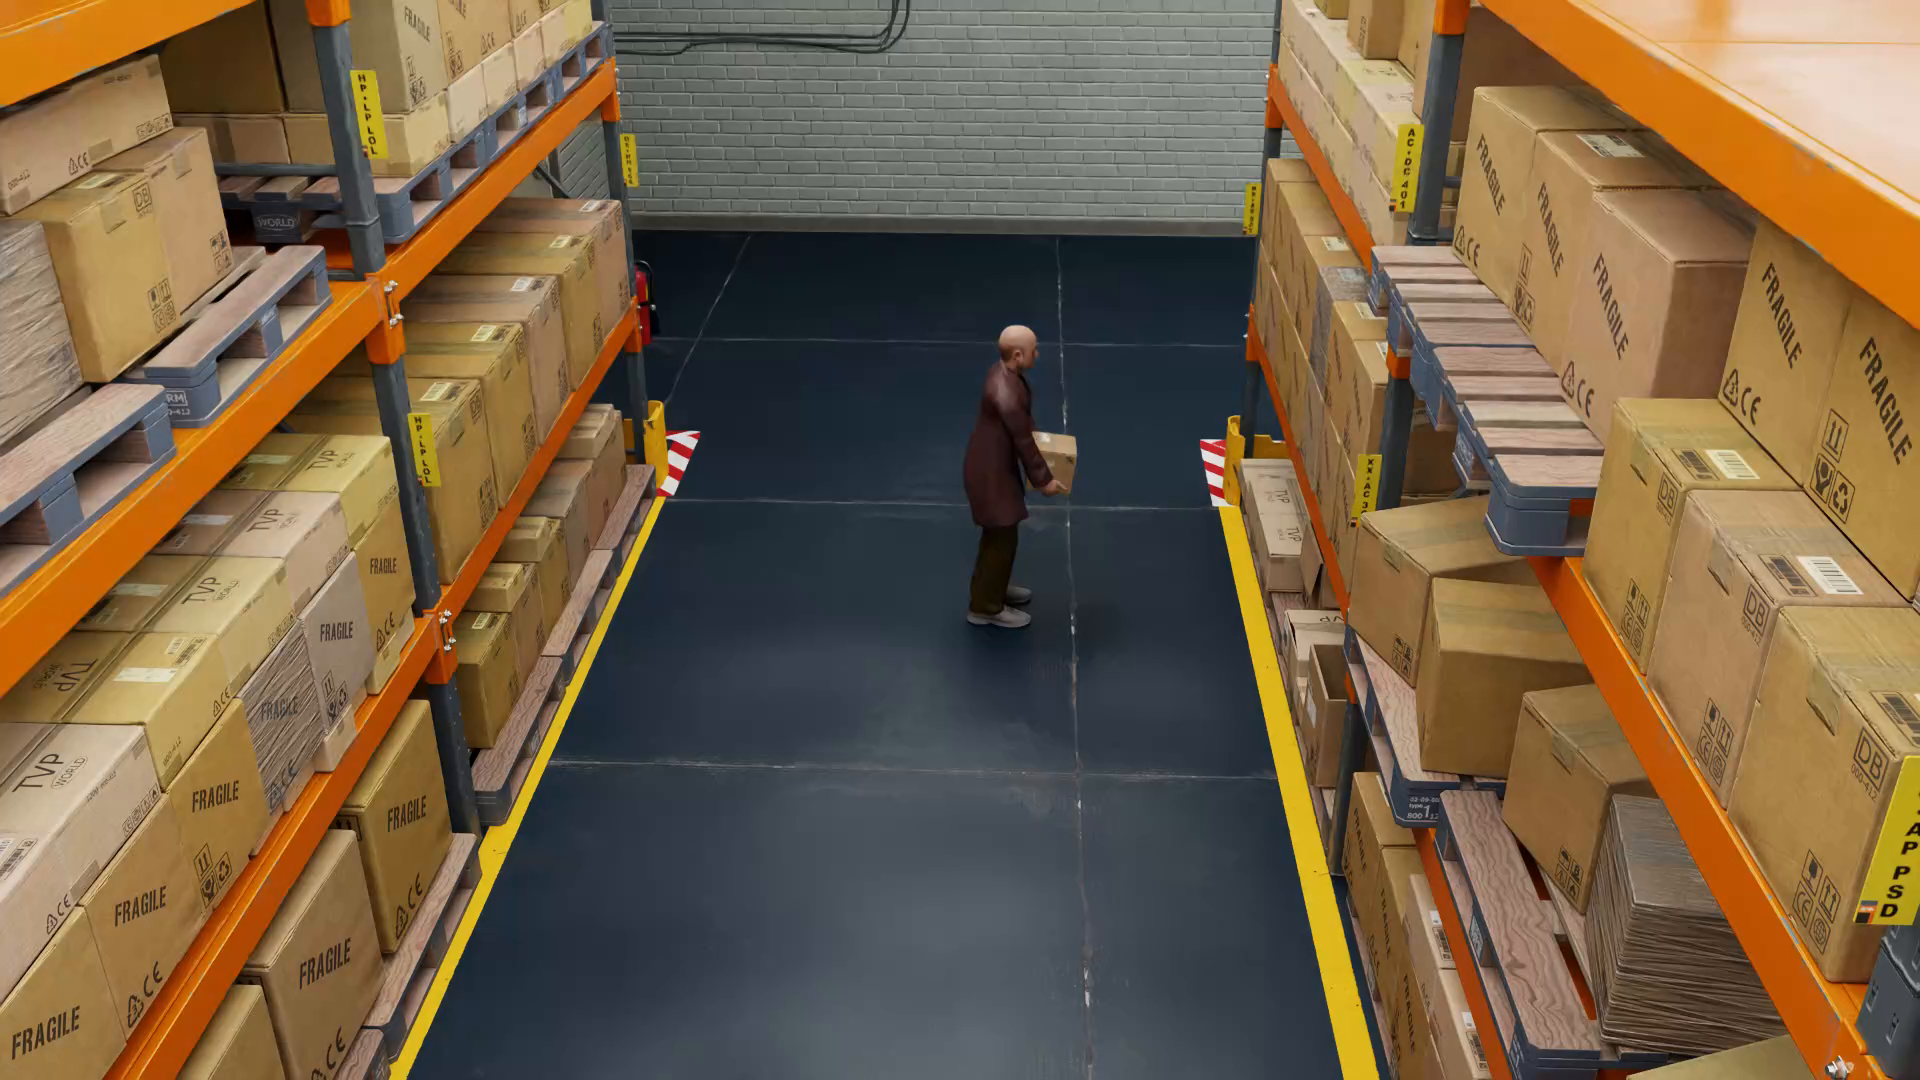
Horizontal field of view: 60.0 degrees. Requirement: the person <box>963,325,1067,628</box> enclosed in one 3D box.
[{"bbox_3d":[0.308,-0.361,9.347,0.584,1.767,0.533,0,28,1],"label":"person"}]
